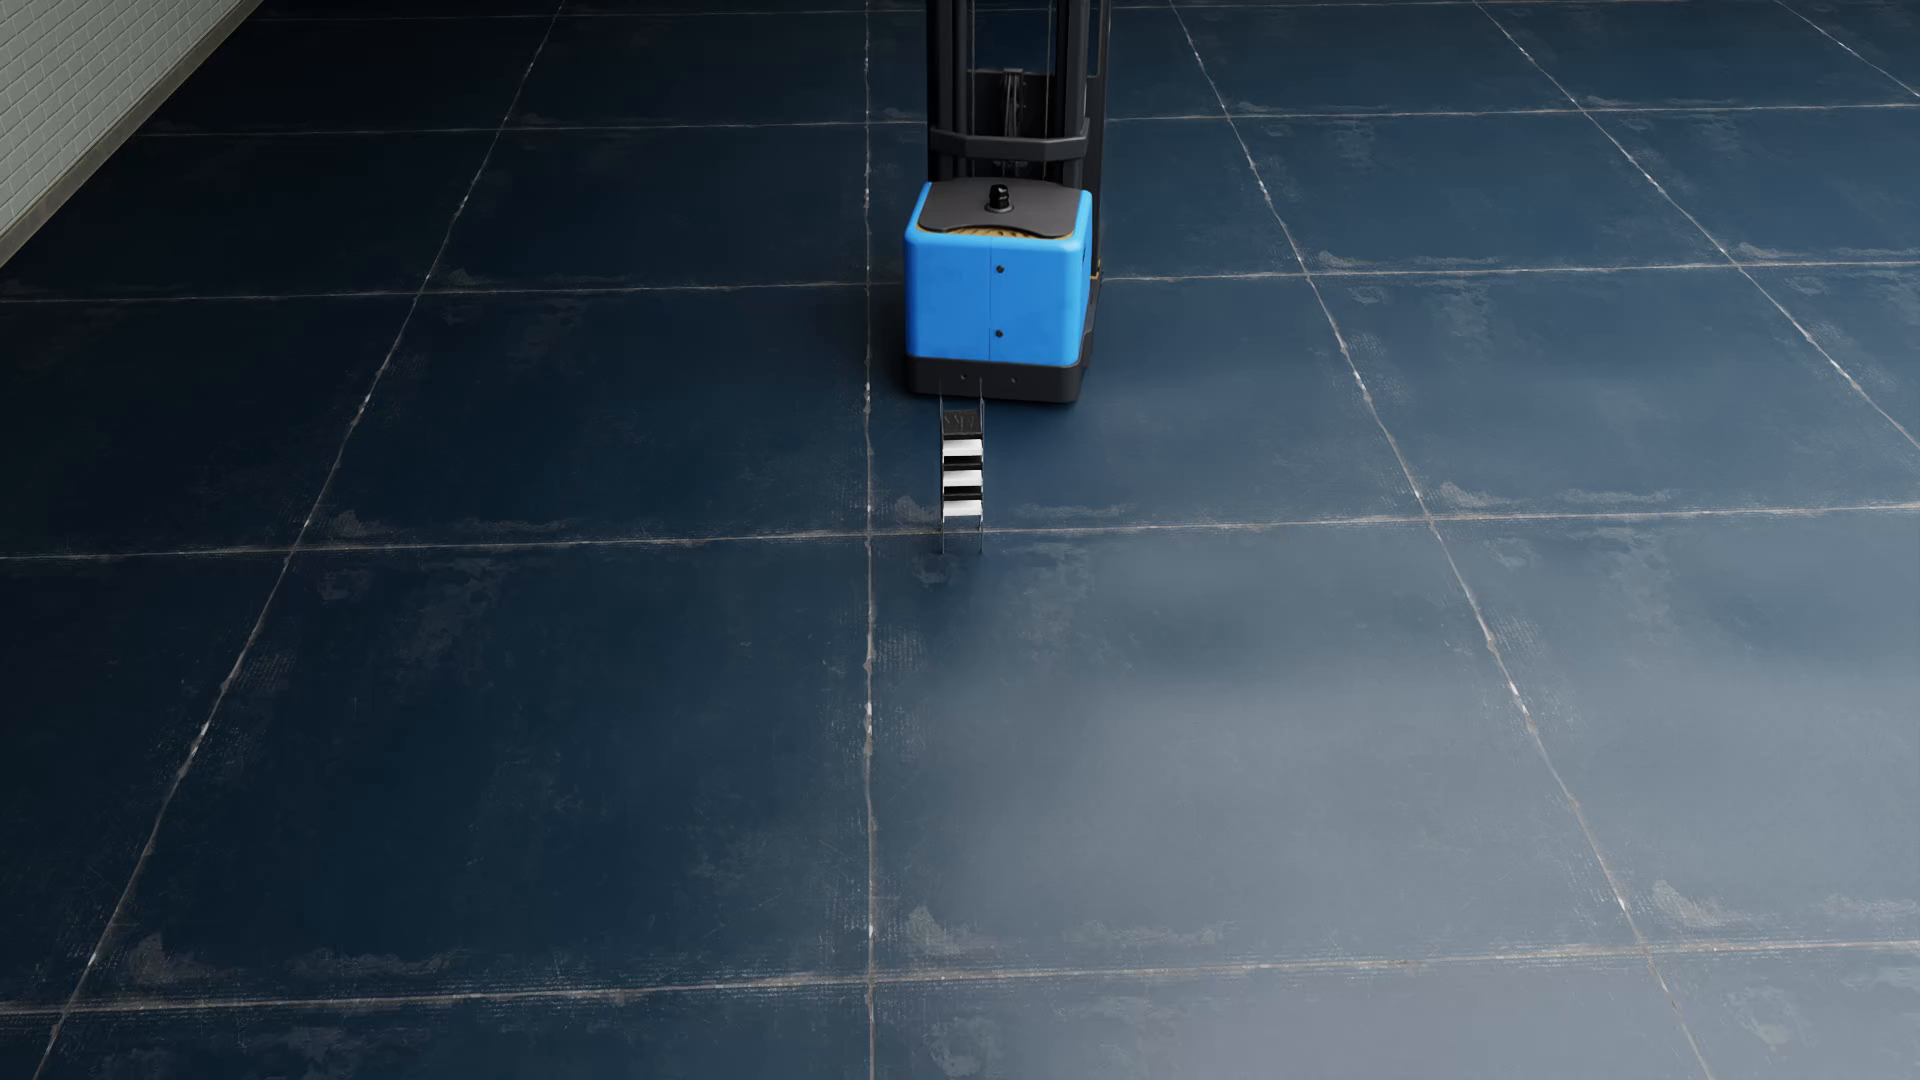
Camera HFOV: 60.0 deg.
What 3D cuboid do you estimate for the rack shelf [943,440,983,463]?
[{"bbox_3d":[0.008,-0.491,8.411,0.200,0.077,0.258,-2,35,-2],"label":"rack shelf"}]

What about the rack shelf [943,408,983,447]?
[{"bbox_3d":[0.008,-0.565,8.360,0.200,0.077,0.258,-2,35,-2],"label":"rack shelf"}]

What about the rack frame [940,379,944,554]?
[{"bbox_3d":[-0.093,-0.368,8.490,0.006,0.900,0.240,-2,35,-2],"label":"rack frame"}]

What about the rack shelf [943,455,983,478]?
[{"bbox_3d":[0.008,-0.417,8.462,0.200,0.077,0.258,-2,35,-2],"label":"rack shelf"}]

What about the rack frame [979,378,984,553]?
[{"bbox_3d":[0.110,-0.373,8.498,0.006,0.900,0.240,-2,35,-2],"label":"rack frame"}]

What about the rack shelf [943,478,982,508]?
[{"bbox_3d":[0.008,-0.269,8.564,0.200,0.077,0.258,-2,35,-2],"label":"rack shelf"}]

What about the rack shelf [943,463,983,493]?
[{"bbox_3d":[0.008,-0.343,8.513,0.200,0.077,0.258,-2,35,-2],"label":"rack shelf"}]

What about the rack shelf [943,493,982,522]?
[{"bbox_3d":[0.008,-0.195,8.616,0.200,0.077,0.258,-2,35,-2],"label":"rack shelf"}]

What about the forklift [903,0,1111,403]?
[{"bbox_3d":[0.376,-2.840,10.278,1.130,2.935,3.031,4,35,6],"label":"forklift"}]

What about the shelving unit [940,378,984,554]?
[{"bbox_3d":[0.008,-0.370,8.494,0.210,0.900,0.258,-2,35,-2],"label":"shelving unit"}]
